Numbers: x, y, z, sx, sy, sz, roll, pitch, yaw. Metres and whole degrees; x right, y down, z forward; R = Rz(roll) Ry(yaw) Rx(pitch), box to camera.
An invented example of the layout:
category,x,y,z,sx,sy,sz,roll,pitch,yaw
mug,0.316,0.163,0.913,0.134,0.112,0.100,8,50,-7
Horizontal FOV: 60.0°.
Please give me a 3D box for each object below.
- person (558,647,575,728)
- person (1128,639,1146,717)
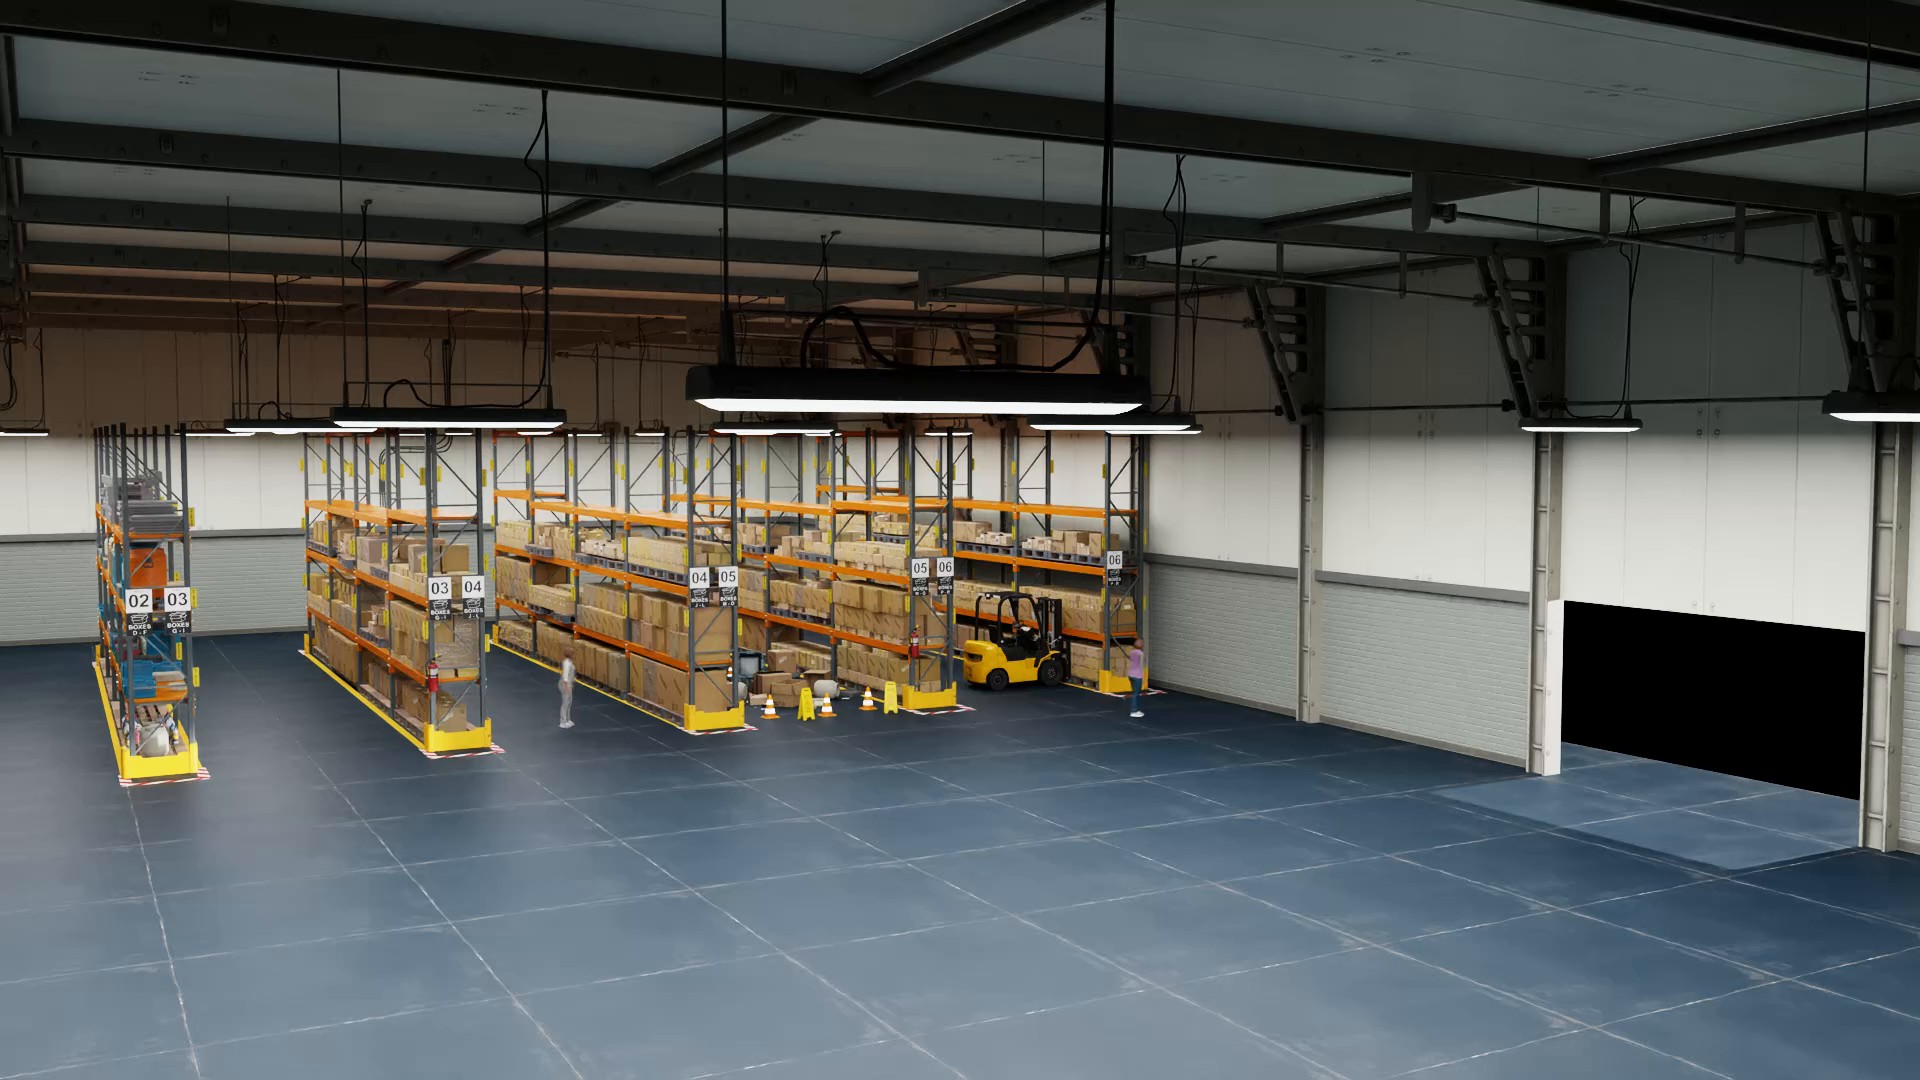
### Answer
category,x,y,z,sx,sy,sz,roll,pitch,yaw
person,-7.826,2.932,33.089,0.357,1.610,0.433,0,3,-3
person,3.672,2.846,34.314,0.381,1.607,0.437,-2,4,-30
